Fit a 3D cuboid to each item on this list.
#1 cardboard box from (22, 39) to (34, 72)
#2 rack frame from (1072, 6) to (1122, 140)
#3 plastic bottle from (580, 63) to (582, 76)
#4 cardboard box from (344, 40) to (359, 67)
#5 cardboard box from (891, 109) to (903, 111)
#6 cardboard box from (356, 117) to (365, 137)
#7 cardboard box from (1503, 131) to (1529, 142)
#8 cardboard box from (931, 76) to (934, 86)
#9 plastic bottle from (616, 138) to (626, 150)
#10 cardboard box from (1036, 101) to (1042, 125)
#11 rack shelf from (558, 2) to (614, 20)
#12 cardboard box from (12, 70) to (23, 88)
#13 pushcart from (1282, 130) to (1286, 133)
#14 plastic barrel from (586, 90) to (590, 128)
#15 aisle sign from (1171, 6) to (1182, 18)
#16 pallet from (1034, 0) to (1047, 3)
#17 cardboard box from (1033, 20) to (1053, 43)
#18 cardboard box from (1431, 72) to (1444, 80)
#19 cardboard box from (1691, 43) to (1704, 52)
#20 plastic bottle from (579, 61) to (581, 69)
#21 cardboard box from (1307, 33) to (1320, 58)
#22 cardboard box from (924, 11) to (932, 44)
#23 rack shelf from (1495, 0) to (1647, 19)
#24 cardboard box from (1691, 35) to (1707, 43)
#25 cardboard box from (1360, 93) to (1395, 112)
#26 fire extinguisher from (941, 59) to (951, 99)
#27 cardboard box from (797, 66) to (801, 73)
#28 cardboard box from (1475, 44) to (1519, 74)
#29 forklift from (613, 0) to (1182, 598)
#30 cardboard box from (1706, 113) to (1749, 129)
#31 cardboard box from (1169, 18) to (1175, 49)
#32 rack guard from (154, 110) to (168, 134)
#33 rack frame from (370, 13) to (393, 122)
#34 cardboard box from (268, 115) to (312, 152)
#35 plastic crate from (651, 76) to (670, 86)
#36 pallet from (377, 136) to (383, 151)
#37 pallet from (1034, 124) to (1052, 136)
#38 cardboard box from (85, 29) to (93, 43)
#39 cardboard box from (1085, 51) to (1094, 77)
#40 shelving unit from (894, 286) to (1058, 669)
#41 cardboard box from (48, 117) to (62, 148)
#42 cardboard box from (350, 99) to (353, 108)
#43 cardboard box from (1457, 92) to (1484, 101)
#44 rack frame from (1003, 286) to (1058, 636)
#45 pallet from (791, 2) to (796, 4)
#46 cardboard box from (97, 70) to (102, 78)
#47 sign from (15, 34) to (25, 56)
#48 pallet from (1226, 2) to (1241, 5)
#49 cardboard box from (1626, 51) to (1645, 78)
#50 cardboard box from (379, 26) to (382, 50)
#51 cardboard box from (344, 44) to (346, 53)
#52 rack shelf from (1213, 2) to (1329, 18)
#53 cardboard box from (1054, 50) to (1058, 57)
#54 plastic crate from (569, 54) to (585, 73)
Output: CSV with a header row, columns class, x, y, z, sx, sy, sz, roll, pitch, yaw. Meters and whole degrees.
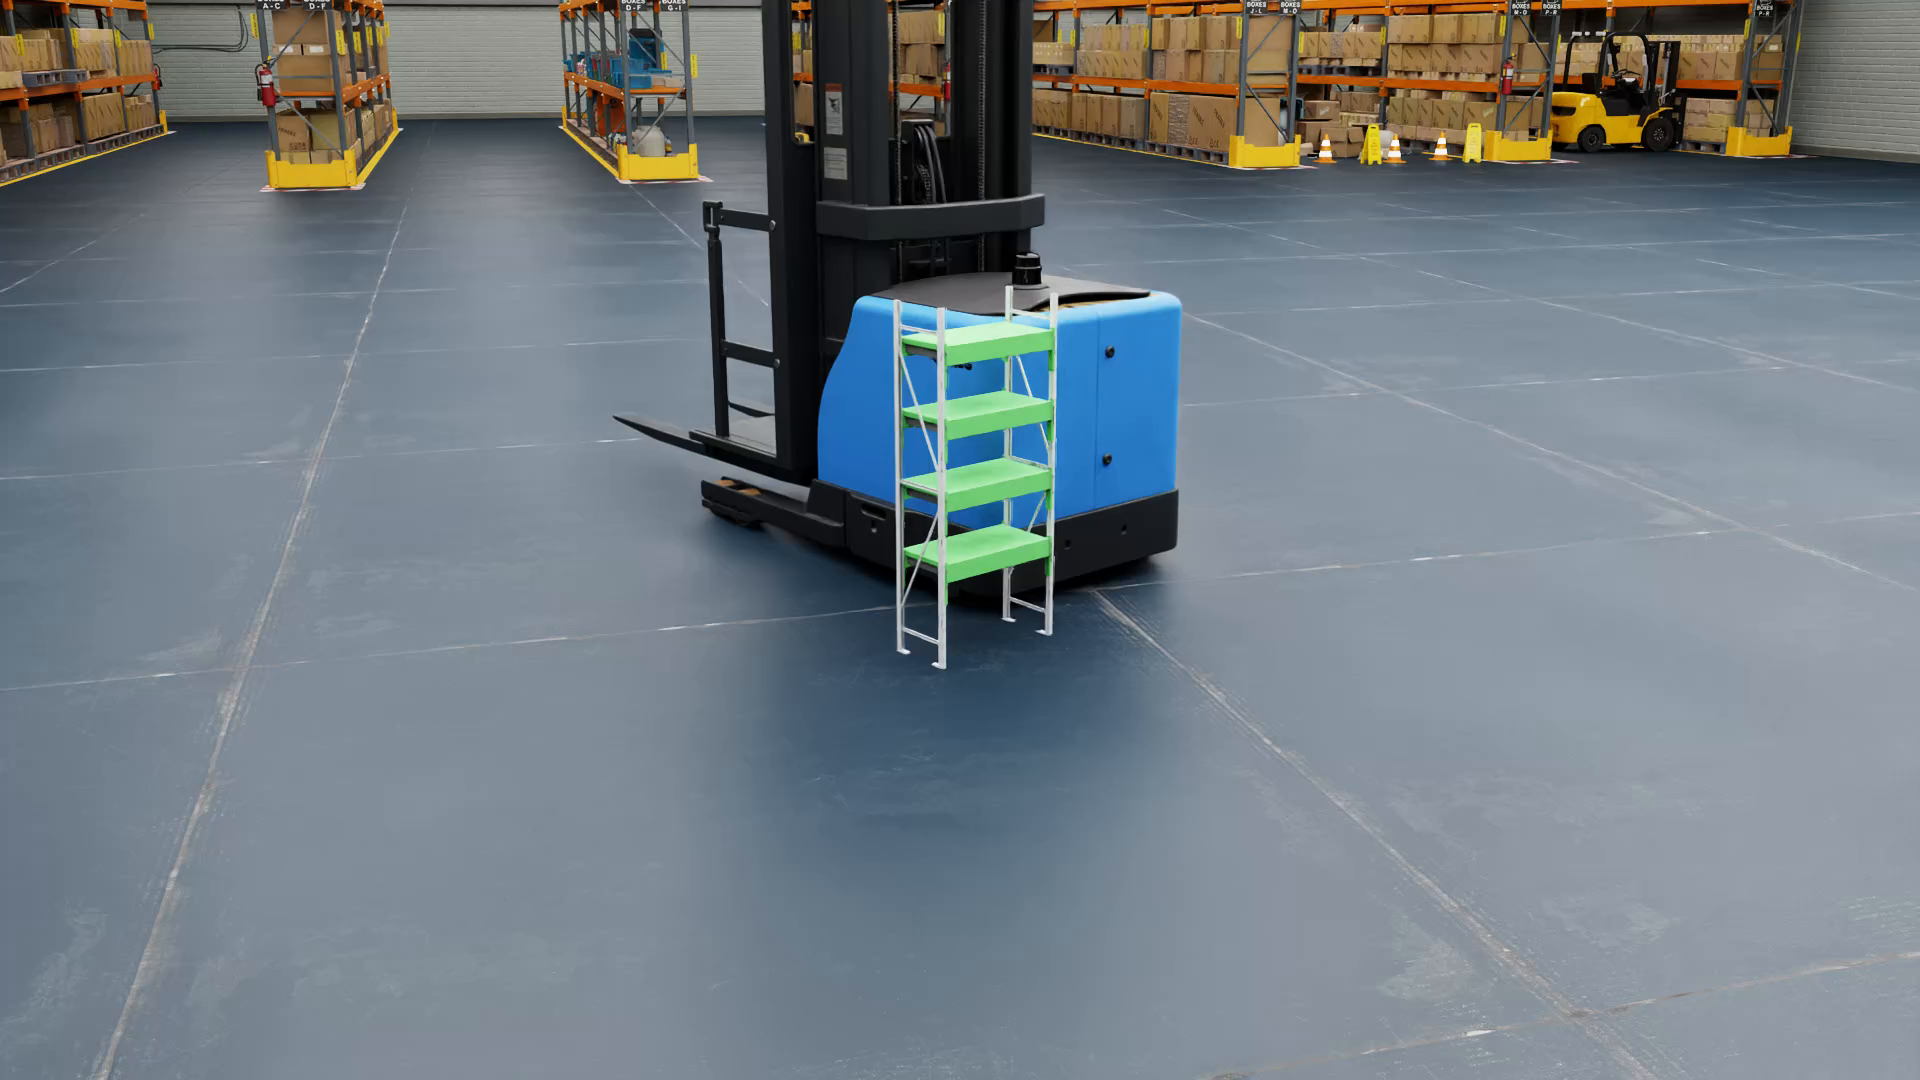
class,x,y,z,sx,sy,sz,roll,pitch,yaw
cardboard box,-15.386,-7.791,26.737,0.700,0.500,0.500,-3,17,-10
rack frame,2.853,-9.880,34.628,1.000,3.000,0.127,-5,17,-15
plastic bottle,-7.727,-9.692,34.220,0.152,0.276,0.135,-5,17,-15
cardboard box,-11.752,-9.147,31.287,0.700,0.500,0.500,-12,20,-34
cardboard box,-1.414,-8.036,32.072,0.700,0.500,0.500,-3,17,-11
cardboard box,-10.245,-6.914,27.829,0.500,0.311,0.500,-5,17,-15
cardboard box,9.827,-7.215,29.808,0.500,0.250,0.500,-5,17,-16
cardboard box,-0.263,-7.449,26.974,0.380,0.149,0.250,-5,17,-15
plastic bottle,-5.477,-6.362,26.889,0.152,0.276,0.135,-5,17,-15
cardboard box,2.005,-9.475,36.895,0.500,0.500,0.500,-4,17,-14
rack shelf,-8.355,-11.875,37.309,1.077,0.370,4.000,-5,17,-15
cardboard box,-14.711,-7.065,25.483,0.500,0.250,0.500,-5,17,-15
pushcart,6.505,-7.742,32.071,1.648,0.377,0.936,-12,20,-34
plastic barrel,-7.673,-9.275,35.531,0.600,0.901,0.708,-5,17,-15
aisle sign,5.664,-13.801,43.164,0.394,0.787,0.004,-5,17,-15
pallet,2.109,-11.867,36.356,1.213,0.211,1.003,-5,17,-15
cardboard box,1.864,-11.799,38.590,0.500,0.500,0.500,-4,17,-14
cardboard box,8.900,-8.538,30.597,0.380,0.149,0.250,-5,17,-15
cardboard box,13.902,-9.196,31.052,0.380,0.149,0.250,-5,18,-17
plastic bottle,-7.871,-9.793,34.544,0.061,0.283,0.133,-5,17,-15
cardboard box,7.635,-10.404,34.953,0.500,0.500,0.500,-4,17,-12
cardboard box,-0.277,-8.242,26.748,0.500,0.500,0.500,-5,17,-15
rack shelf,12.905,-11.231,35.164,1.077,0.370,4.000,-5,17,-15
cardboard box,13.882,-9.337,31.003,0.380,0.149,0.250,-4,17,-14
cardboard box,10.717,-11.206,42.658,0.700,0.500,0.500,-5,18,-17
fire extinguisher,-0.157,-7.197,25.833,0.296,0.674,0.183,-5,17,-15
cardboard box,-3.442,-10.560,37.329,0.380,0.149,0.250,-5,17,-15
cardboard box,9.369,-8.405,29.027,0.500,0.500,0.500,-5,17,-16
forklift,-0.480,-1.544,6.999,1.130,2.935,3.031,-14,22,-39
cardboard box,14.120,-7.713,30.596,0.500,0.250,0.500,-5,17,-16
cardboard box,4.283,-9.114,29.943,0.875,0.550,0.550,-5,17,-15
rack guard,-18.437,-9.363,37.253,1.175,0.500,0.348,-5,17,-15
rack frame,-13.669,-10.946,38.178,1.000,3.000,0.127,-5,17,-15
cardboard box,-9.705,-5.889,24.087,0.500,0.500,0.500,-5,17,-15
plastic crate,-4.917,-7.462,27.038,0.530,0.136,0.437,-5,17,-15
pallet,-11.639,-7.607,31.910,1.003,0.211,1.213,-5,17,-15
pallet,2.308,-9.097,36.870,1.003,0.211,1.213,-5,17,-15
cardboard box,-16.398,-9.332,30.776,0.500,0.250,0.500,-5,17,-15
cardboard box,2.859,-9.641,33.661,0.500,0.500,0.500,-5,17,-16
shelving unit,0.055,-0.218,5.593,0.503,1.200,0.258,-14,22,-39
cardboard box,-15.954,-7.007,28.646,0.700,0.500,0.500,-5,17,-15
cardboard box,-12.258,-8.644,32.791,0.500,0.250,0.500,-5,17,-16
cardboard box,9.146,-7.937,29.780,0.380,0.149,0.250,-4,17,-14
rack frame,0.239,-0.264,5.745,0.015,1.200,0.240,-14,22,-39
pallet,-3.929,-12.918,39.683,1.003,0.211,1.213,-5,17,-15
cardboard box,-16.659,-8.910,31.803,0.380,0.149,0.250,-5,17,-17
sign,-14.613,-7.694,25.846,0.100,0.325,0.005,-5,17,-15
pallet,6.784,-12.501,38.472,0.805,0.209,1.217,-5,18,-17
cardboard box,13.485,-9.348,32.683,0.500,0.500,0.500,-4,17,-14
cardboard box,-12.571,-10.662,35.320,0.500,0.500,0.500,-5,18,-17
cardboard box,-9.950,-7.786,26.358,0.380,0.149,0.250,-5,17,-17
rack shelf,7.035,-11.944,37.537,1.077,0.370,4.000,-5,17,-15
cardboard box,2.204,-10.277,35.141,0.380,0.149,0.250,-4,17,-13
plastic crate,-8.262,-10.353,36.129,0.392,0.384,0.575,-5,17,-15
